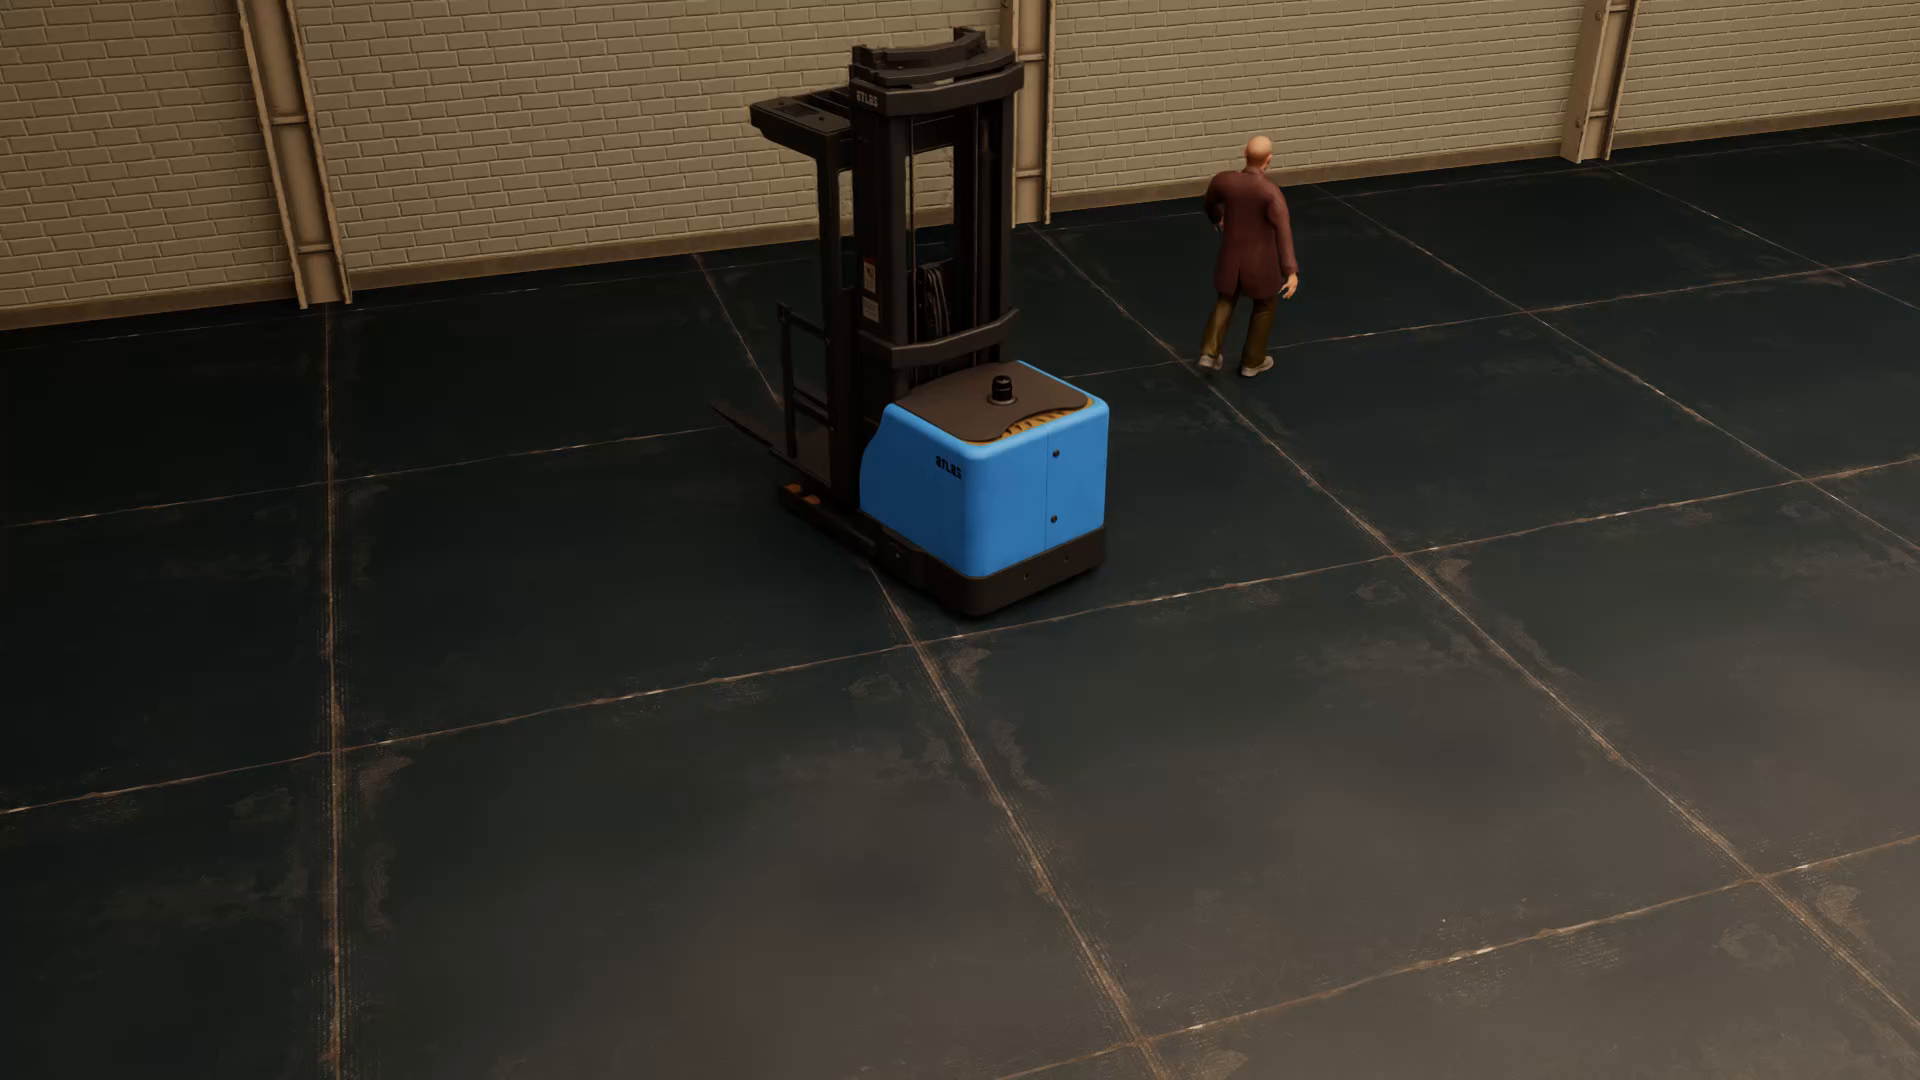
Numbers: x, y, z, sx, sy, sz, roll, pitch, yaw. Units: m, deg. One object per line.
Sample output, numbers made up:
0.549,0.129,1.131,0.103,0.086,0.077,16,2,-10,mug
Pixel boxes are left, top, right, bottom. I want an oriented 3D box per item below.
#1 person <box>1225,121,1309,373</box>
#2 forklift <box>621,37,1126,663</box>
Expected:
2.196,-2.098,11.896,0.637,1.772,0.436,21,36,32,person
-0.461,-1.072,8.951,3.031,2.935,1.130,-23,37,-34,forklift
